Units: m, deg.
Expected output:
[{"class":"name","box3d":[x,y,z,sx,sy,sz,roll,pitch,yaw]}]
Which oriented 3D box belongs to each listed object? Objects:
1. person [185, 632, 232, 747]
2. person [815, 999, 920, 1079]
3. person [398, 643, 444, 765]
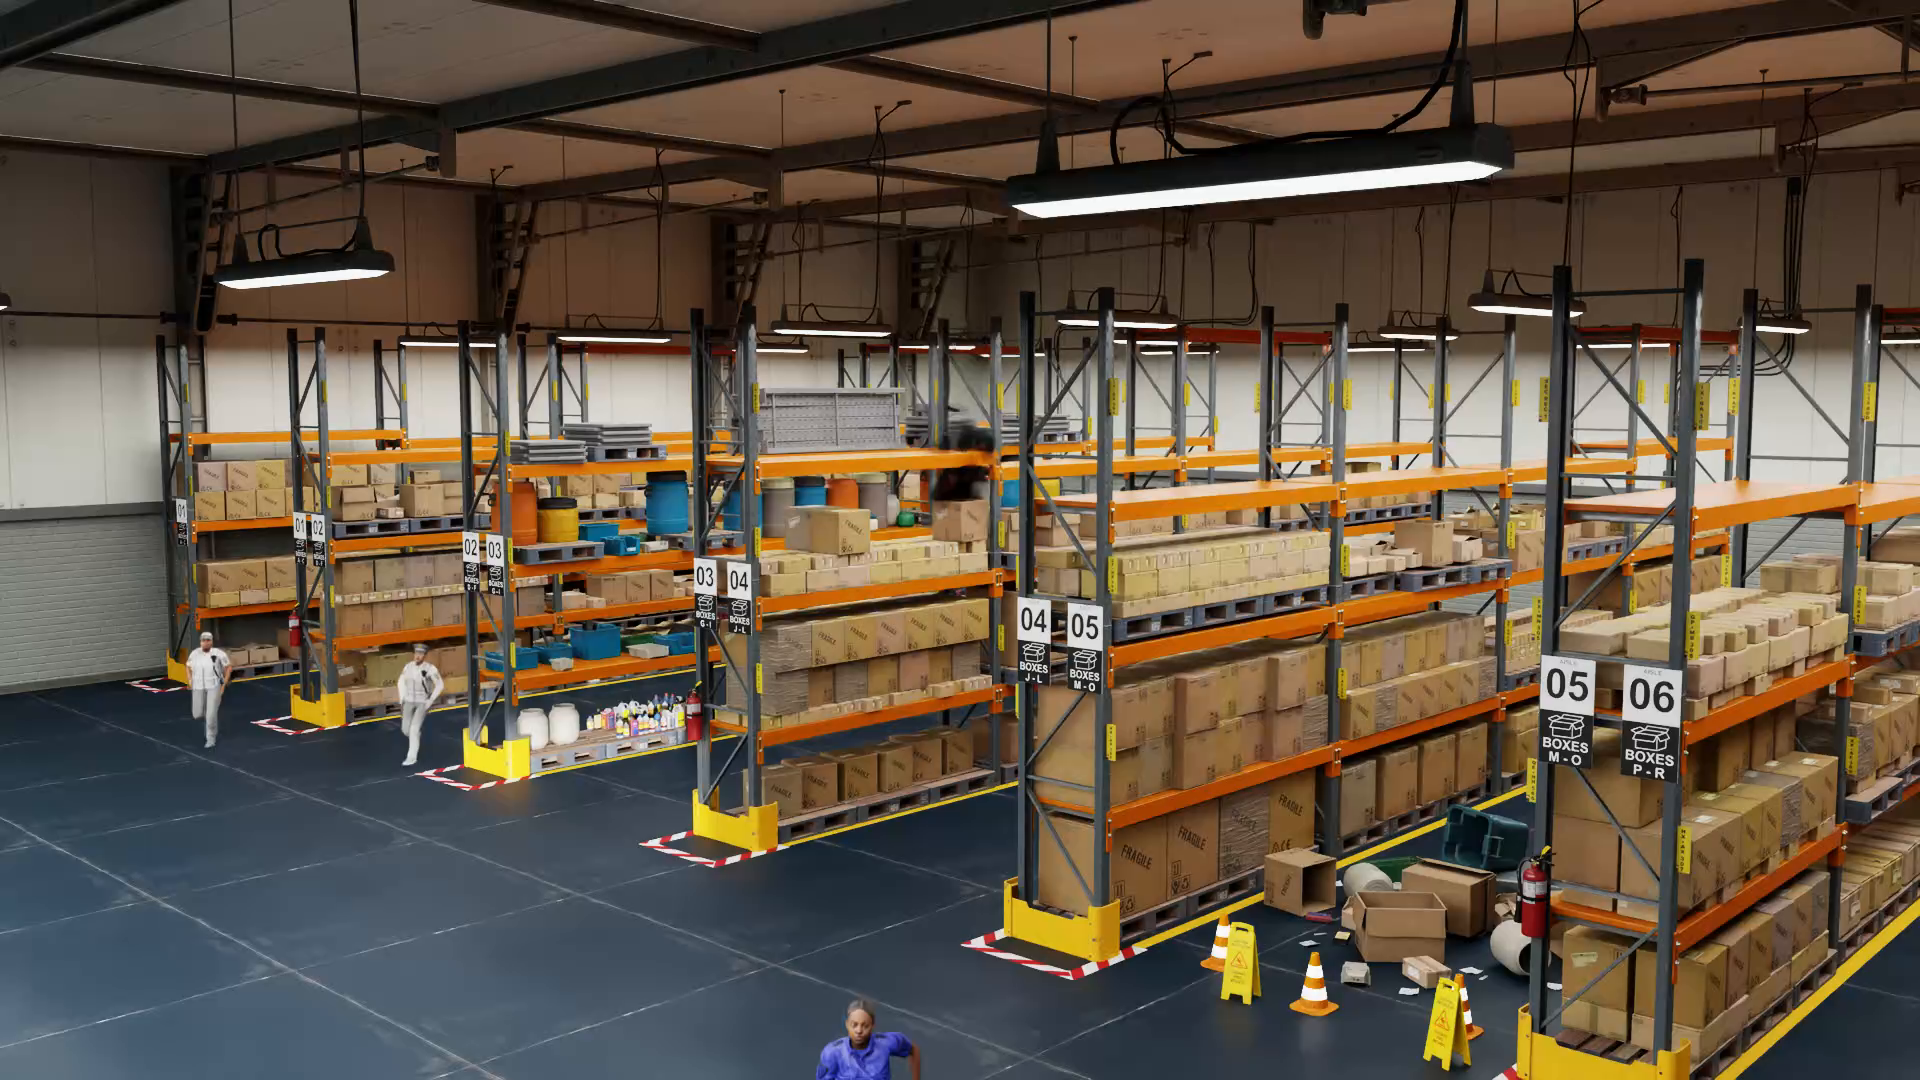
[{"class":"person","box3d":[-10.794,2.129,23.876,0.640,1.639,0.532,-1,5,-7]},{"class":"person","box3d":[-0.538,3.449,9.661,0.599,1.683,0.831,0,5,2]},{"class":"person","box3d":[-7.382,2.219,22.794,0.650,1.665,0.594,0,5,2]}]
